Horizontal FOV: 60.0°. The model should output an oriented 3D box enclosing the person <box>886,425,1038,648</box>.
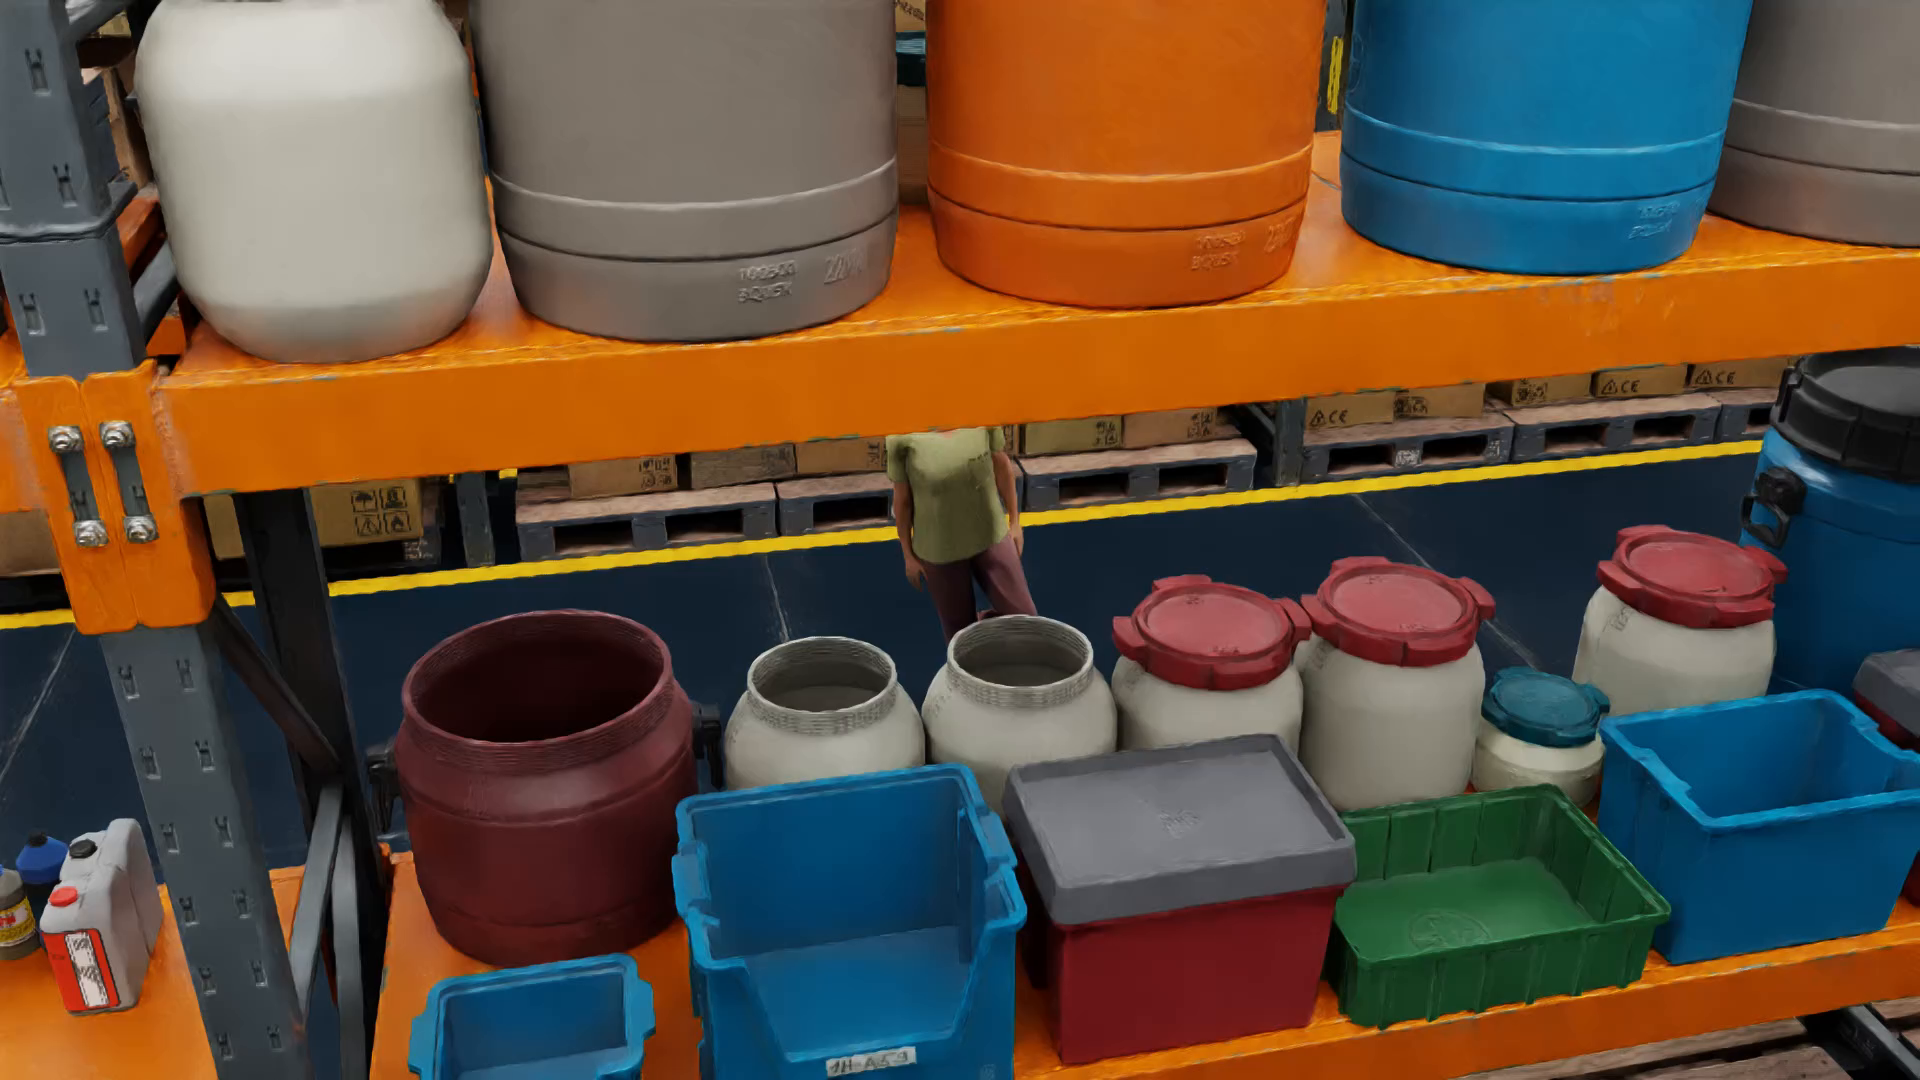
[{"bbox_3d":[-0.007,-0.024,6.185,0.559,1.640,0.513,-6,27,-12],"label":"person"}]
